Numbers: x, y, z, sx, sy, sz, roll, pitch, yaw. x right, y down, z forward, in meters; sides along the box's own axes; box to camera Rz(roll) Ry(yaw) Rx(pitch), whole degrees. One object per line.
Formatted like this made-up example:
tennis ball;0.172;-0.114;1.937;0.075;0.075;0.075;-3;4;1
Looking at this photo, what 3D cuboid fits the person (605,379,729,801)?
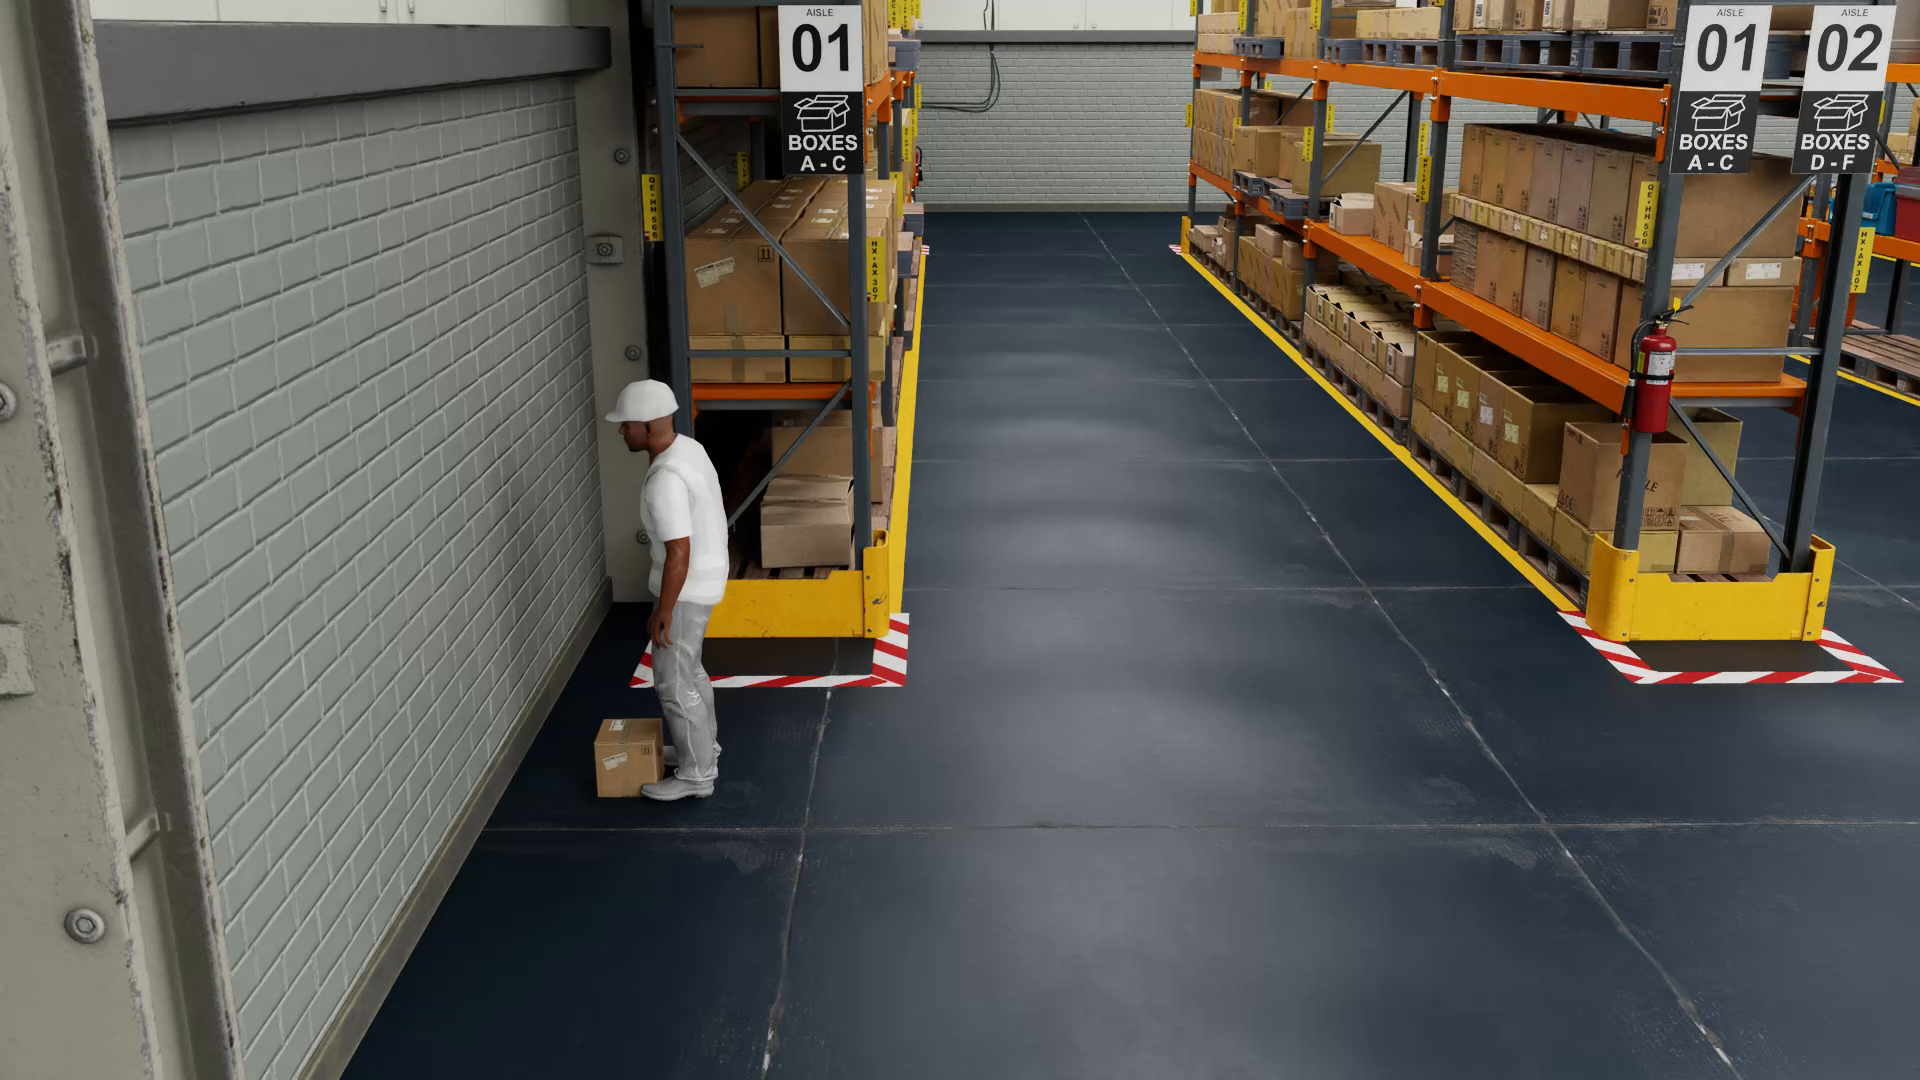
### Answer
person;-1.182;0.200;6.861;0.463;1.760;0.635;-1;17;-2
